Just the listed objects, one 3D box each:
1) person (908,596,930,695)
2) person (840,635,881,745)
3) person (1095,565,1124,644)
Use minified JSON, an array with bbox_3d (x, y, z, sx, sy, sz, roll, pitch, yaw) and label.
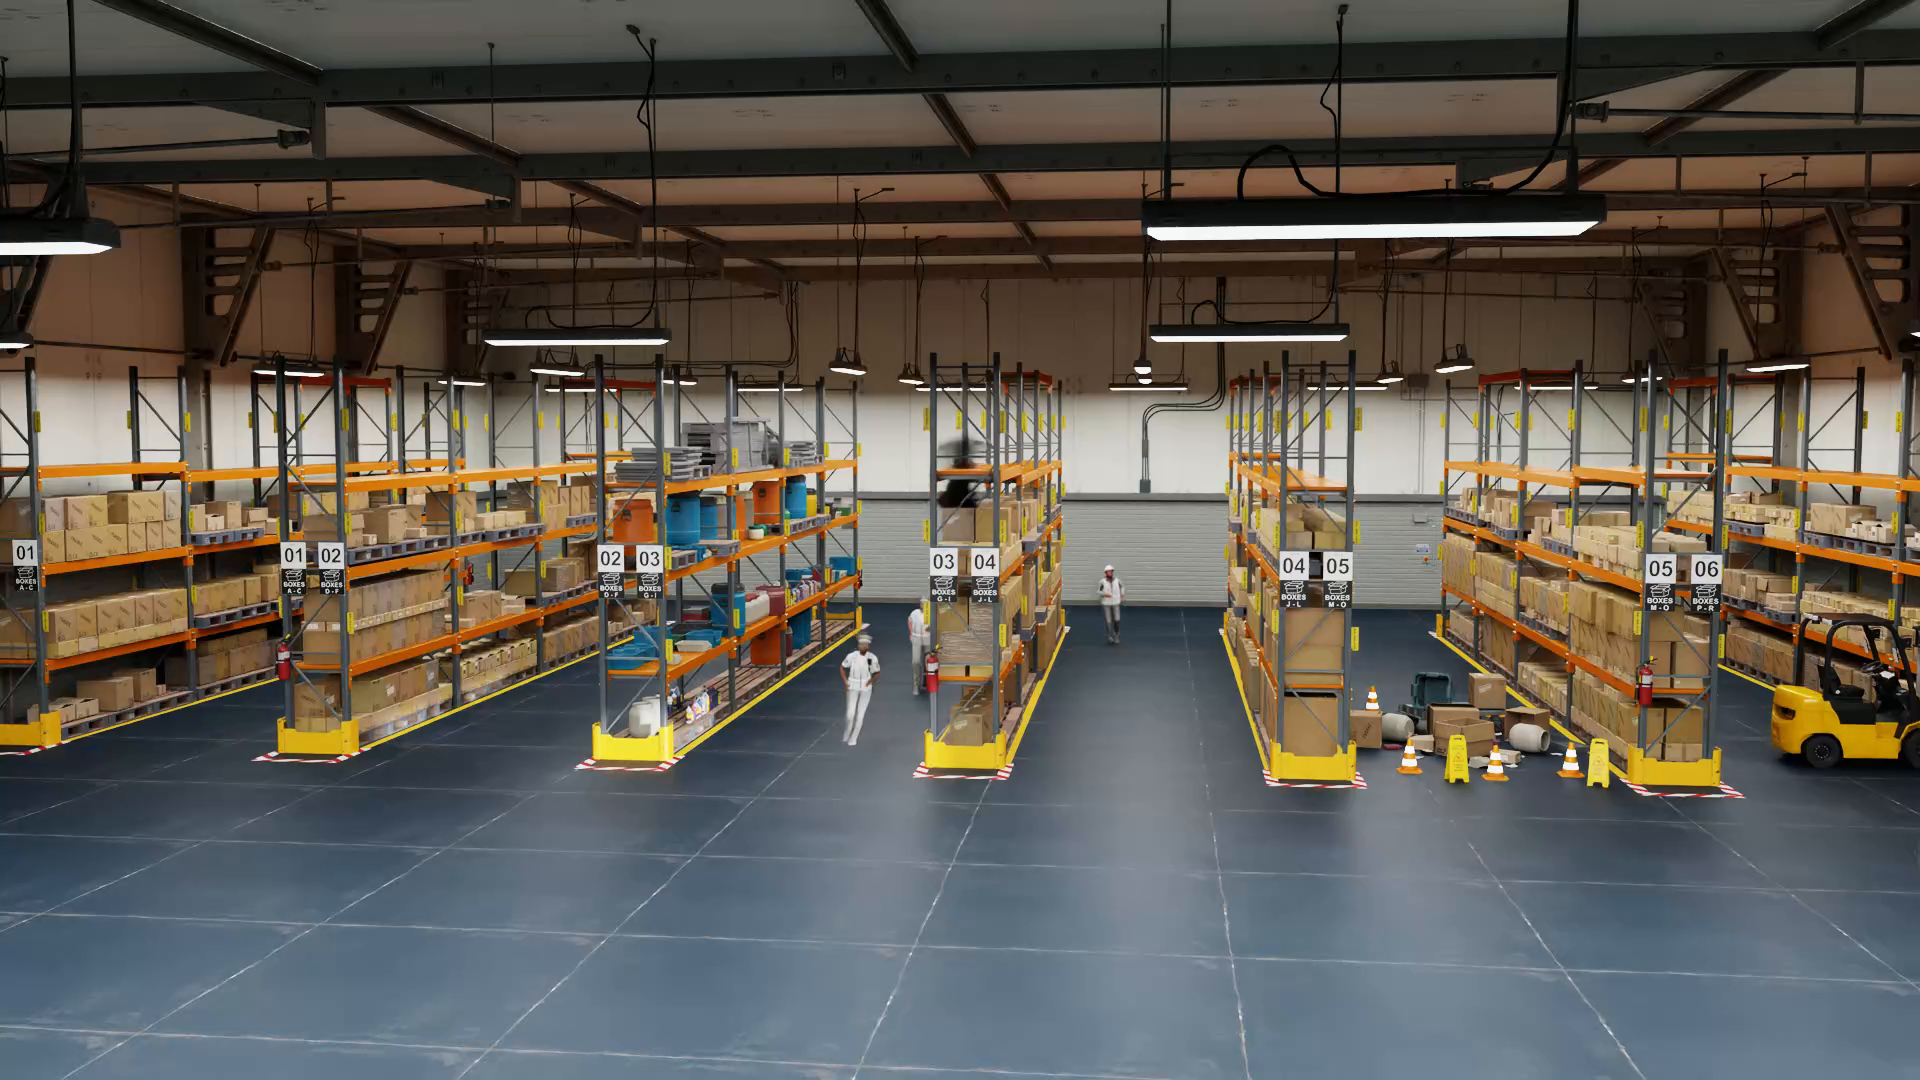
[{"bbox_3d":[-0.664,1.941,30.873,0.645,1.849,0.827,0,4,4],"label":"person"},{"bbox_3d":[-1.455,2.204,24.420,0.596,1.647,0.509,-1,4,-8],"label":"person"},{"bbox_3d":[3.404,1.470,37.636,0.683,1.802,0.629,0,4,-3],"label":"person"}]
